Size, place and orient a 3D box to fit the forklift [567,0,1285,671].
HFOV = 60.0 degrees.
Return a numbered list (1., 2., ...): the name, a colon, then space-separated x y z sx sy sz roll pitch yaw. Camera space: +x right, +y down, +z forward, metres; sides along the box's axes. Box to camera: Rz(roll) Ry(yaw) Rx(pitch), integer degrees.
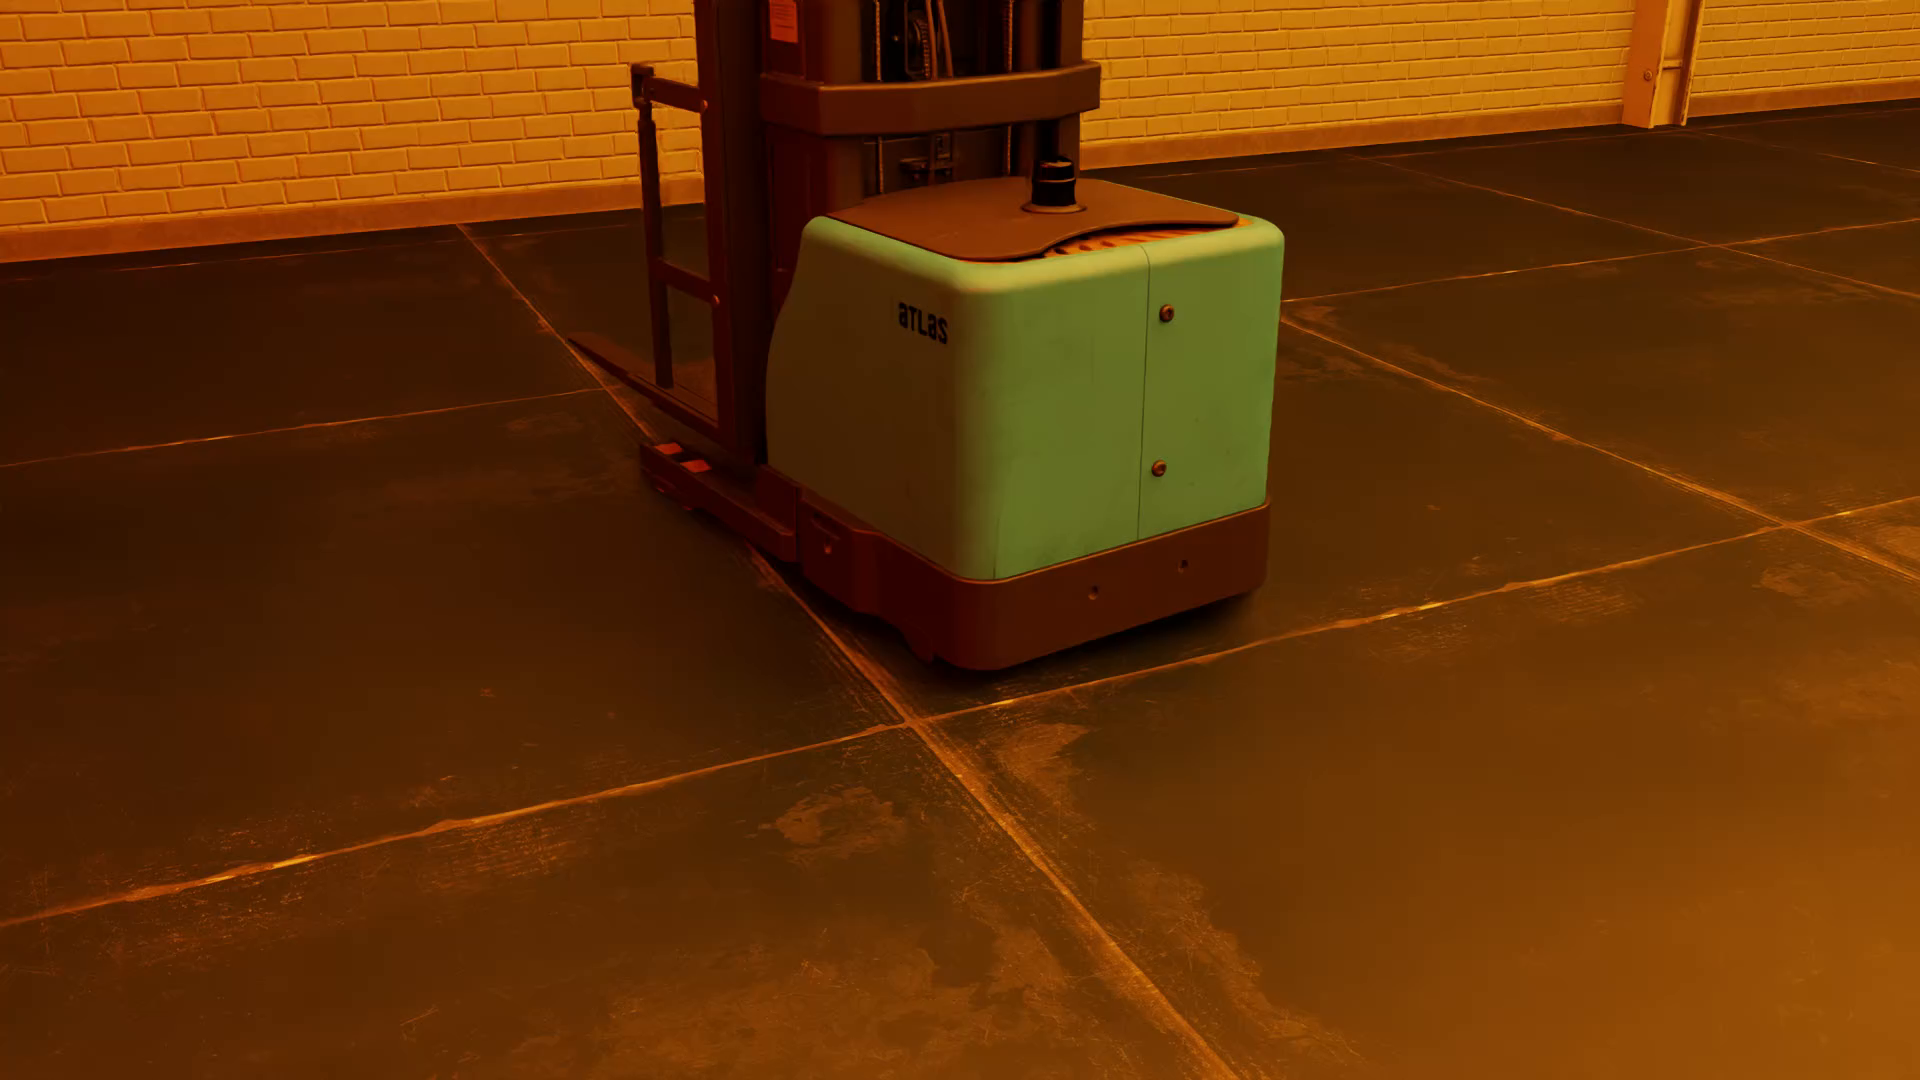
1. forklift: -0.393 -1.538 4.989 1.130 2.935 3.031 -15 27 -32
